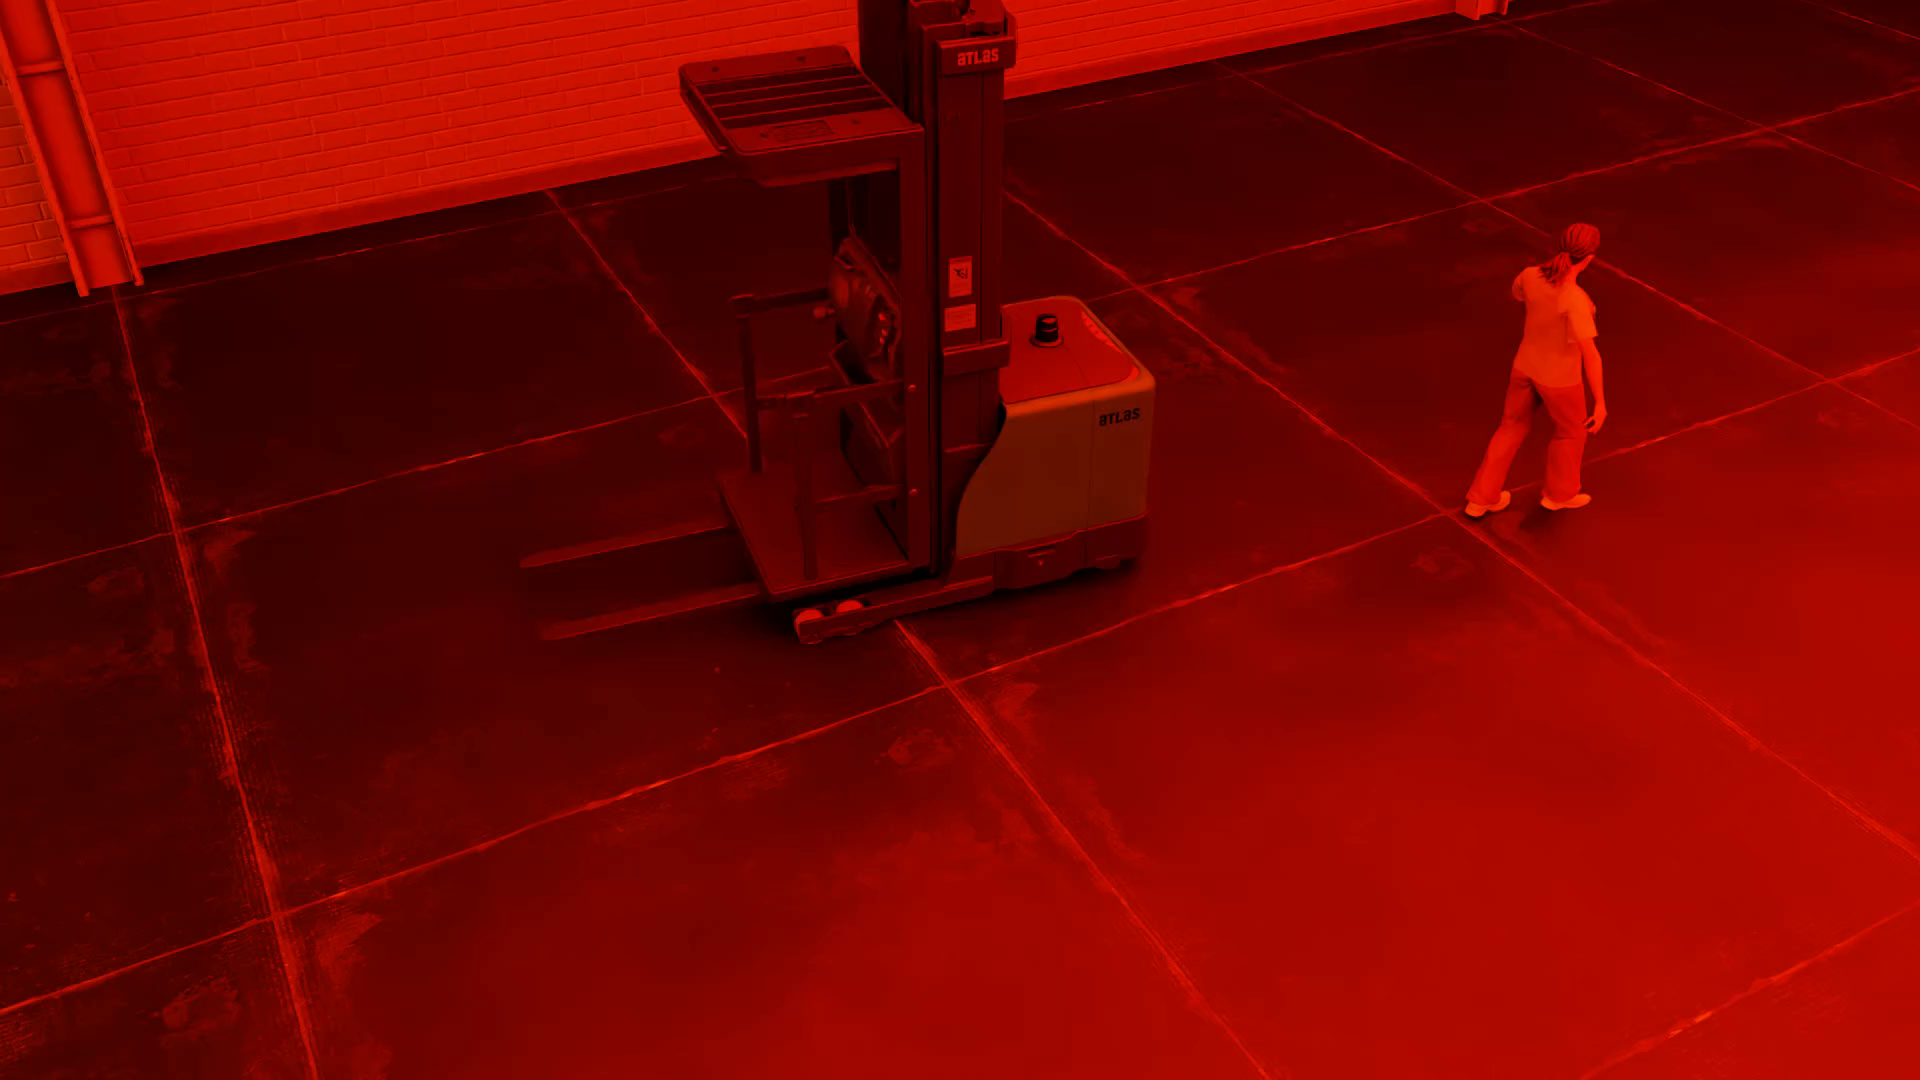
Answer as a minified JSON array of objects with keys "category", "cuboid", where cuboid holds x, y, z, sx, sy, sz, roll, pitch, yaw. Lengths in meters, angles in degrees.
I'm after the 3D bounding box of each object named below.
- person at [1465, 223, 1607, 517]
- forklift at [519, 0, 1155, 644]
[{"category":"person","cuboid":[3.047,-0.833,8.433,0.714,1.663,0.884,-19,39,-24]},{"category":"forklift","cuboid":[-0.623,-1.044,7.600,3.031,2.935,1.130,-12,37,-17]}]
